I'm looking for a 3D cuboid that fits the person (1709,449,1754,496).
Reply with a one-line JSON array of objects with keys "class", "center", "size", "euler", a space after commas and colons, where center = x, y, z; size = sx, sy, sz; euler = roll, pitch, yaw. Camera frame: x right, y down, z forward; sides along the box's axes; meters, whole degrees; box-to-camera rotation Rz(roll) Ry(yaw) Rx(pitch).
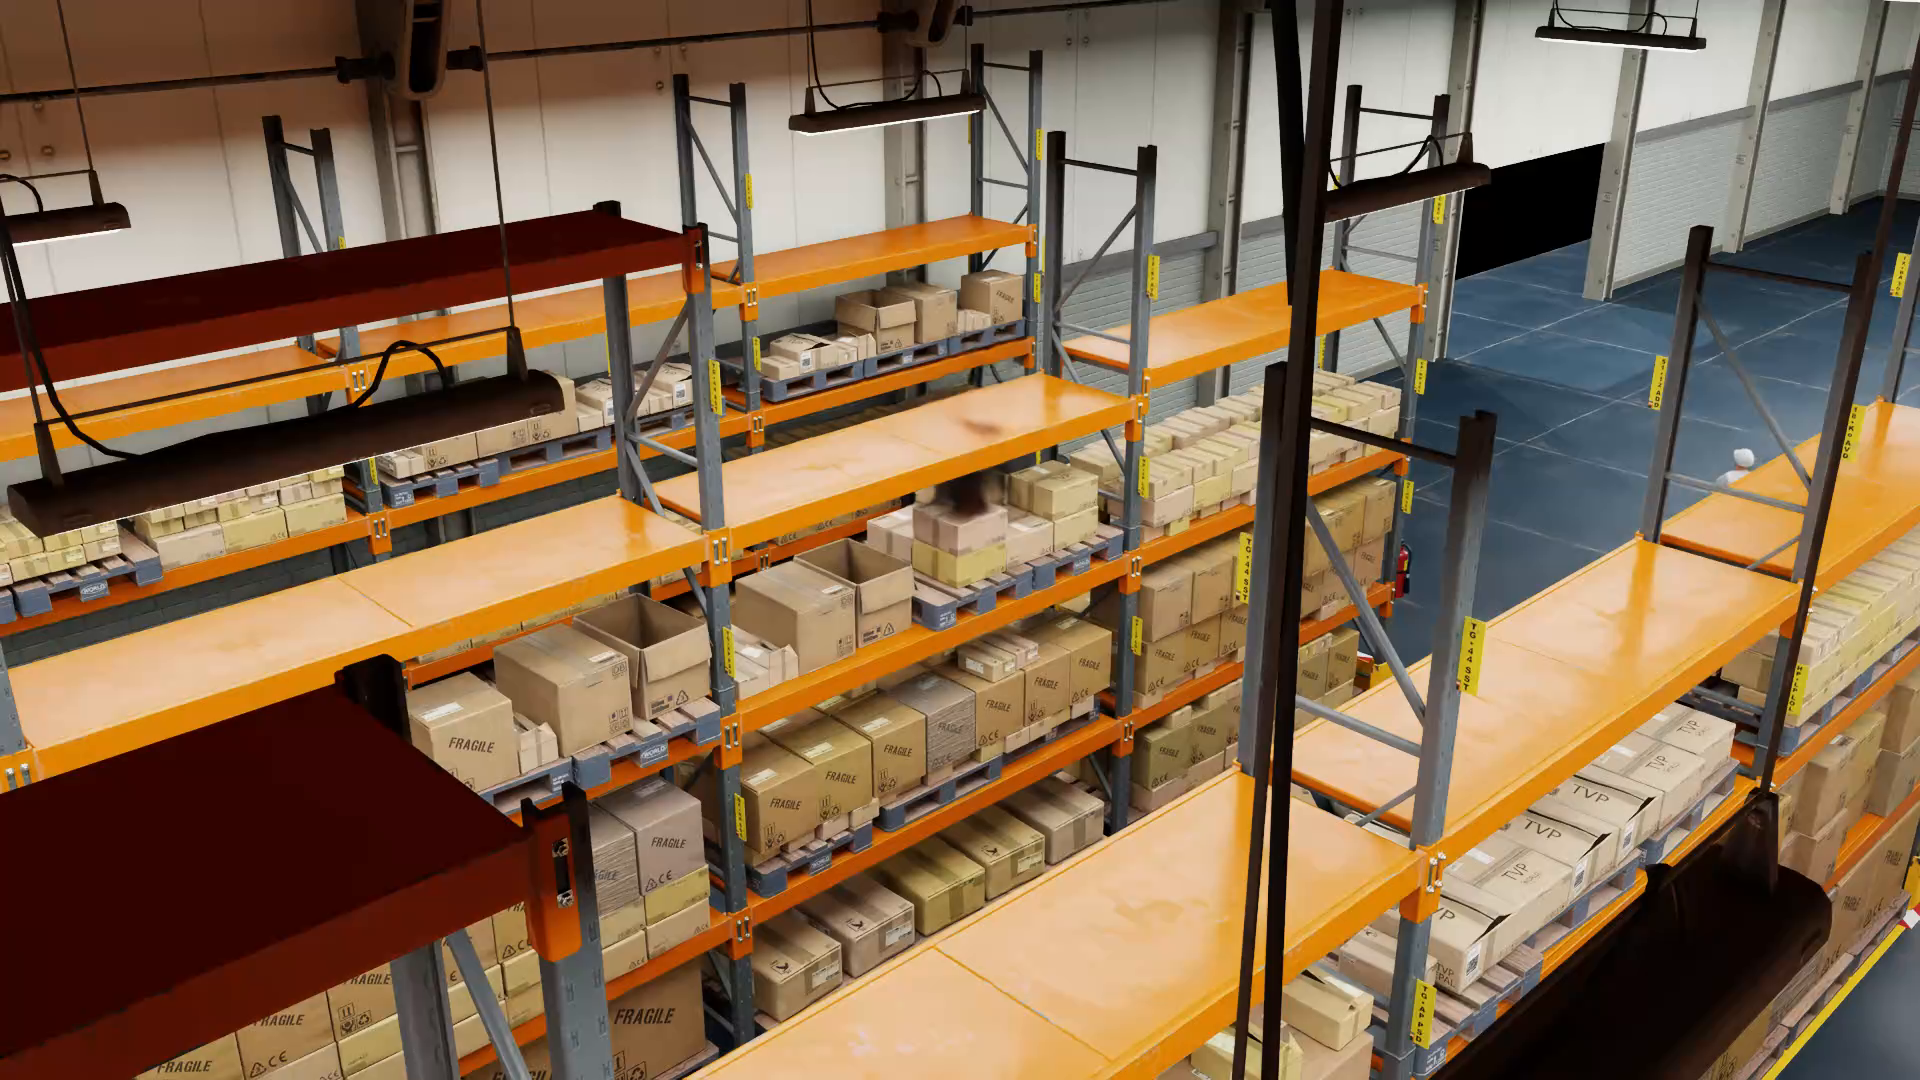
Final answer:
[{"class": "person", "center": [8.864, -0.203, 19.048], "size": [0.645, 1.755, 0.760], "euler": [2, 23, 4]}]
